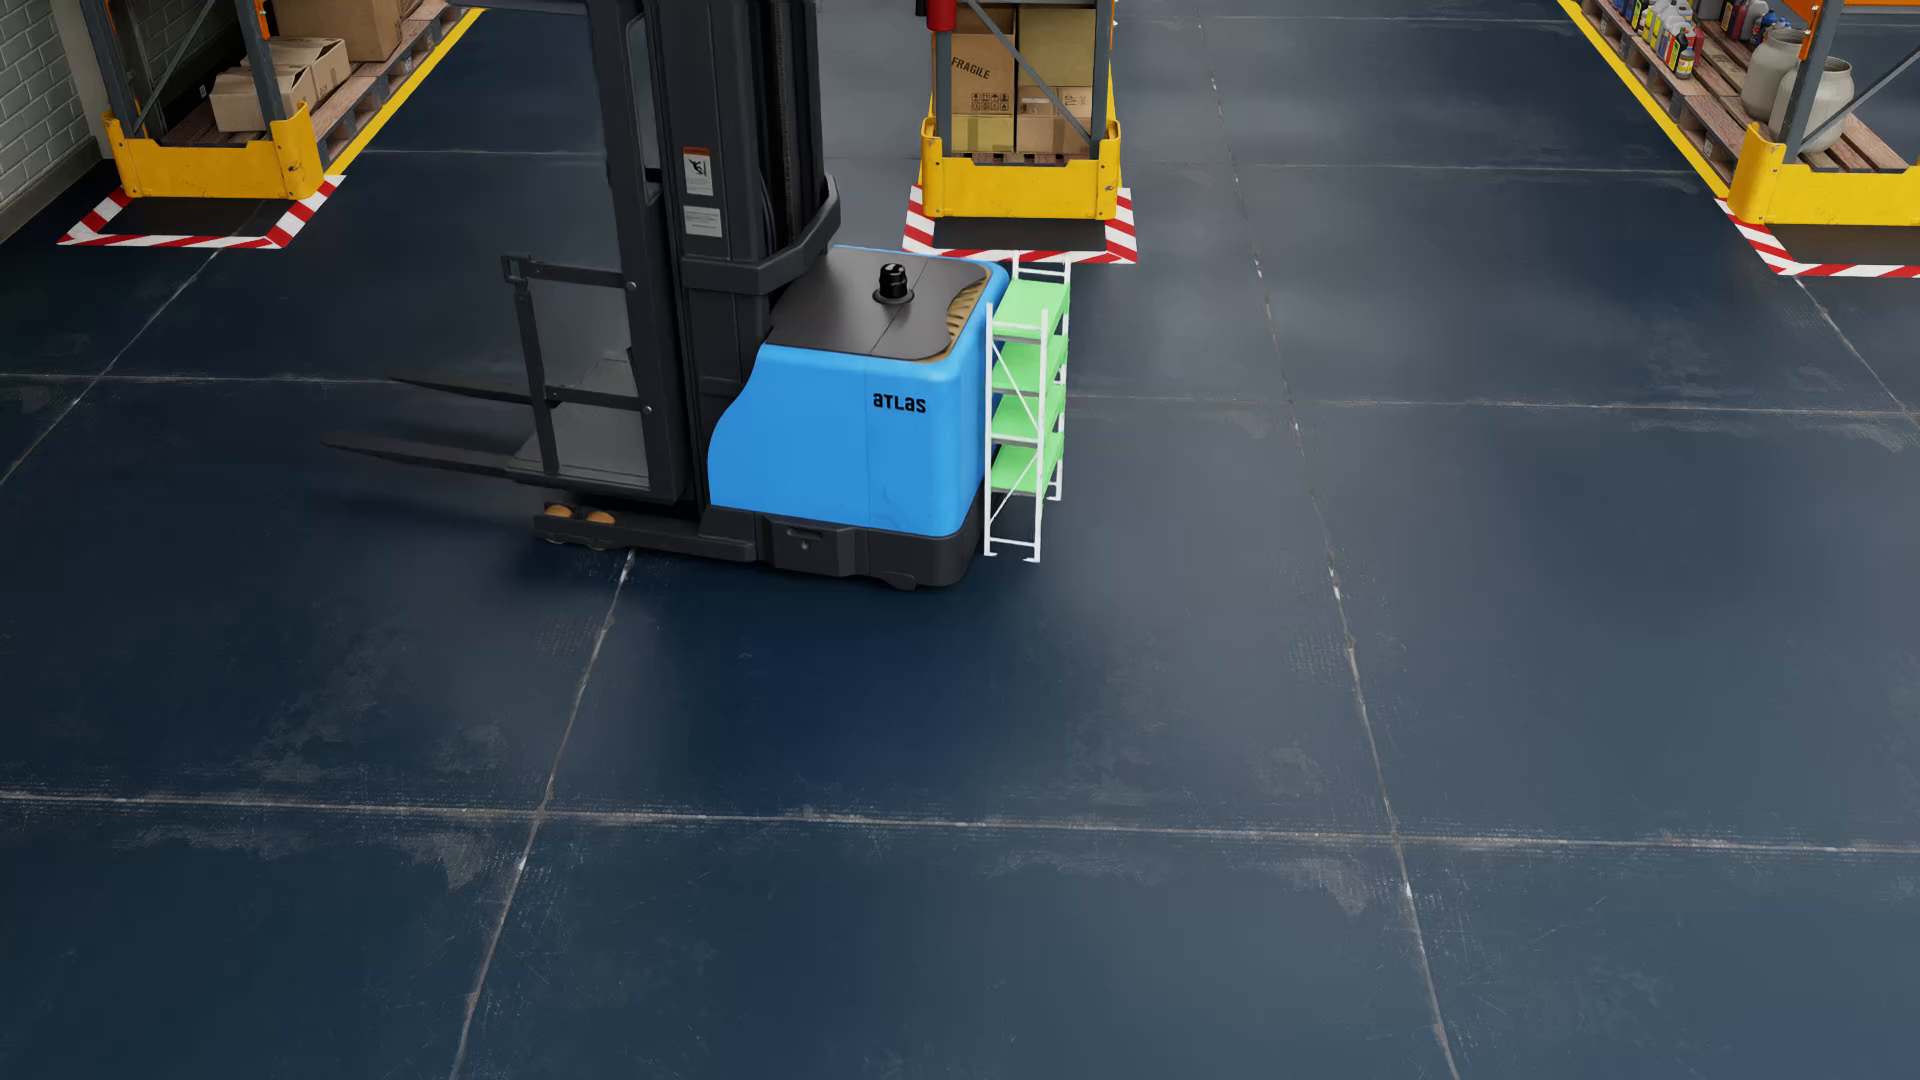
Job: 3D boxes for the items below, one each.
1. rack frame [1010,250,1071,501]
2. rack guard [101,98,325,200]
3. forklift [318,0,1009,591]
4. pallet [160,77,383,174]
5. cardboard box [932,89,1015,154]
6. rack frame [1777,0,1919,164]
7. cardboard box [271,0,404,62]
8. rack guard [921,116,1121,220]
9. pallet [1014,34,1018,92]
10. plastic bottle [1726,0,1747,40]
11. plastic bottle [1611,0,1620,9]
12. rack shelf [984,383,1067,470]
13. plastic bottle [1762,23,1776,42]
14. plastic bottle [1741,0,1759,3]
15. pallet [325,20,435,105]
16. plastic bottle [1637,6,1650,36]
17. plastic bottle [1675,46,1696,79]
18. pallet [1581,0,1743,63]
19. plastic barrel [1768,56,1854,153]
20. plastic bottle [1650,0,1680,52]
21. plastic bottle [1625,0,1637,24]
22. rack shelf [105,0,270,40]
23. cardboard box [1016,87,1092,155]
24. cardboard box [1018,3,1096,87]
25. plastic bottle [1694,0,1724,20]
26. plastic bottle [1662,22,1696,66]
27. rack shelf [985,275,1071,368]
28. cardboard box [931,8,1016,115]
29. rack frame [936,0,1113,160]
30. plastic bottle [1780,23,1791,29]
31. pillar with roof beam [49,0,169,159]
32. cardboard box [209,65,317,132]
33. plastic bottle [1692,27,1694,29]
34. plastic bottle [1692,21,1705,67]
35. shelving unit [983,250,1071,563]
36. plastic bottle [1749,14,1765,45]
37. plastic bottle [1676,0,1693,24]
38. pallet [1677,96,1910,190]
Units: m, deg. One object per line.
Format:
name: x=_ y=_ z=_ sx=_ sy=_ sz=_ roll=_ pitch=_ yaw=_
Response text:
rack frame: x=0.337 y=-0.687 z=7.184 sx=0.240 sy=1.200 sz=0.015 roll=8 pitch=36 yaw=11
rack guard: x=-4.584 y=-2.407 z=10.241 sx=1.175 sy=0.500 sz=0.348 roll=1 pitch=35 yaw=2
forklift: x=-1.352 y=-1.440 z=6.749 sx=3.031 sy=2.935 sz=1.130 roll=8 pitch=36 yaw=12
pallet: x=-4.517 y=-2.755 z=10.987 sx=1.003 sy=0.211 sz=1.213 roll=1 pitch=35 yaw=2
cardboard box: x=0.089 y=-2.636 z=10.418 sx=0.500 sy=0.250 sz=0.500 roll=1 pitch=35 yaw=2
rack frame: x=5.312 y=-3.158 z=9.134 sx=1.000 sy=3.000 sz=0.127 roll=1 pitch=35 yaw=2
cardboard box: x=-4.367 y=-3.687 z=11.679 sx=0.700 sy=0.500 sz=0.500 roll=-1 pitch=35 yaw=-1
rack guard: x=0.361 y=-2.238 z=9.999 sx=1.175 sy=0.500 sz=0.348 roll=1 pitch=35 yaw=2
pallet: x=0.403 y=-3.273 z=11.723 sx=1.003 sy=0.211 sz=1.213 roll=1 pitch=35 yaw=2
plastic bottle: x=5.597 y=-3.761 z=11.972 sx=0.061 sy=0.283 sz=0.133 roll=1 pitch=35 yaw=2
plastic bottle: x=5.036 y=-4.162 z=12.549 sx=0.152 sy=0.276 sz=0.135 roll=3 pitch=35 yaw=4
rack shelf: x=0.280 y=-0.498 z=7.026 sx=0.258 sy=0.148 sz=0.480 roll=8 pitch=36 yaw=11
plastic bottle: x=5.717 y=-3.538 z=11.727 sx=0.097 sy=0.201 sz=0.097 roll=0 pitch=35 yaw=0
plastic bottle: x=5.714 y=-3.879 z=12.082 sx=0.144 sy=0.351 sz=0.185 roll=1 pitch=35 yaw=2
pallet: x=-4.465 y=-3.454 z=11.981 sx=1.003 sy=0.211 sz=1.213 roll=1 pitch=35 yaw=2
plastic bottle: x=4.983 y=-3.766 z=12.051 sx=0.097 sy=0.201 sz=0.097 roll=0 pitch=35 yaw=0
plastic bottle: x=4.947 y=-3.258 z=11.328 sx=0.097 sy=0.201 sz=0.097 roll=0 pitch=35 yaw=0
pallet: x=5.404 y=-3.930 z=12.658 sx=1.003 sy=0.211 sz=1.213 roll=1 pitch=35 yaw=2
plastic barrel: x=5.262 y=-2.691 z=10.269 sx=0.421 sy=0.512 sz=0.421 roll=0 pitch=35 yaw=0
plastic bottle: x=4.993 y=-3.638 z=11.739 sx=0.144 sy=0.351 sz=0.185 roll=3 pitch=35 yaw=4
plastic bottle: x=5.018 y=-3.989 z=12.239 sx=0.144 sy=0.351 sz=0.185 roll=0 pitch=35 yaw=0
rack shelf: x=-4.507 y=-4.241 z=11.301 sx=1.077 sy=0.370 sz=4.000 roll=1 pitch=35 yaw=2
cardboard box: x=0.606 y=-2.624 z=10.401 sx=0.500 sy=0.250 sz=0.500 roll=1 pitch=35 yaw=2
cardboard box: x=0.624 y=-3.218 z=10.594 sx=0.500 sy=0.500 sz=0.500 roll=1 pitch=35 yaw=2
plastic bottle: x=5.578 y=-4.023 z=12.352 sx=0.152 sy=0.276 sz=0.135 roll=1 pitch=35 yaw=2
plastic bottle: x=4.985 y=-3.433 z=11.512 sx=0.152 sy=0.276 sz=0.135 roll=2 pitch=35 yaw=2
rack shelf: x=0.280 y=-0.891 z=6.750 sx=0.258 sy=0.148 sz=0.480 roll=8 pitch=36 yaw=11
cardboard box: x=0.087 y=-2.943 z=10.202 sx=0.500 sy=0.500 sz=0.500 roll=1 pitch=35 yaw=2
rack frame: x=0.362 y=-3.274 z=9.300 sx=1.000 sy=3.000 sz=0.127 roll=1 pitch=35 yaw=2
plastic bottle: x=5.709 y=-3.453 z=11.544 sx=0.097 sy=0.271 sz=0.097 roll=0 pitch=35 yaw=0
pillar with roof beam: x=-1.122 y=-6.164 z=8.194 sx=9.100 sy=9.000 sz=0.400 roll=1 pitch=35 yaw=2
cardboard box: x=-4.470 y=-2.862 z=10.669 sx=0.500 sy=0.311 sz=0.500 roll=-2 pitch=35 yaw=-3
plastic bottle: x=5.116 y=-3.490 z=11.658 sx=0.097 sy=0.201 sz=0.097 roll=0 pitch=35 yaw=0
plastic bottle: x=5.091 y=-3.434 z=11.507 sx=0.061 sy=0.283 sz=0.133 roll=1 pitch=35 yaw=2
shelving unit: x=0.280 y=-0.550 z=6.990 sx=0.258 sy=1.200 sz=0.503 roll=8 pitch=36 yaw=11
plastic bottle: x=5.726 y=-3.657 z=11.895 sx=0.097 sy=0.201 sz=0.097 roll=0 pitch=35 yaw=0
plastic bottle: x=5.150 y=-3.725 z=11.928 sx=0.152 sy=0.276 sz=0.135 roll=1 pitch=35 yaw=2
pallet: x=5.306 y=-2.528 z=10.664 sx=1.003 sy=0.211 sz=1.213 roll=1 pitch=35 yaw=2
